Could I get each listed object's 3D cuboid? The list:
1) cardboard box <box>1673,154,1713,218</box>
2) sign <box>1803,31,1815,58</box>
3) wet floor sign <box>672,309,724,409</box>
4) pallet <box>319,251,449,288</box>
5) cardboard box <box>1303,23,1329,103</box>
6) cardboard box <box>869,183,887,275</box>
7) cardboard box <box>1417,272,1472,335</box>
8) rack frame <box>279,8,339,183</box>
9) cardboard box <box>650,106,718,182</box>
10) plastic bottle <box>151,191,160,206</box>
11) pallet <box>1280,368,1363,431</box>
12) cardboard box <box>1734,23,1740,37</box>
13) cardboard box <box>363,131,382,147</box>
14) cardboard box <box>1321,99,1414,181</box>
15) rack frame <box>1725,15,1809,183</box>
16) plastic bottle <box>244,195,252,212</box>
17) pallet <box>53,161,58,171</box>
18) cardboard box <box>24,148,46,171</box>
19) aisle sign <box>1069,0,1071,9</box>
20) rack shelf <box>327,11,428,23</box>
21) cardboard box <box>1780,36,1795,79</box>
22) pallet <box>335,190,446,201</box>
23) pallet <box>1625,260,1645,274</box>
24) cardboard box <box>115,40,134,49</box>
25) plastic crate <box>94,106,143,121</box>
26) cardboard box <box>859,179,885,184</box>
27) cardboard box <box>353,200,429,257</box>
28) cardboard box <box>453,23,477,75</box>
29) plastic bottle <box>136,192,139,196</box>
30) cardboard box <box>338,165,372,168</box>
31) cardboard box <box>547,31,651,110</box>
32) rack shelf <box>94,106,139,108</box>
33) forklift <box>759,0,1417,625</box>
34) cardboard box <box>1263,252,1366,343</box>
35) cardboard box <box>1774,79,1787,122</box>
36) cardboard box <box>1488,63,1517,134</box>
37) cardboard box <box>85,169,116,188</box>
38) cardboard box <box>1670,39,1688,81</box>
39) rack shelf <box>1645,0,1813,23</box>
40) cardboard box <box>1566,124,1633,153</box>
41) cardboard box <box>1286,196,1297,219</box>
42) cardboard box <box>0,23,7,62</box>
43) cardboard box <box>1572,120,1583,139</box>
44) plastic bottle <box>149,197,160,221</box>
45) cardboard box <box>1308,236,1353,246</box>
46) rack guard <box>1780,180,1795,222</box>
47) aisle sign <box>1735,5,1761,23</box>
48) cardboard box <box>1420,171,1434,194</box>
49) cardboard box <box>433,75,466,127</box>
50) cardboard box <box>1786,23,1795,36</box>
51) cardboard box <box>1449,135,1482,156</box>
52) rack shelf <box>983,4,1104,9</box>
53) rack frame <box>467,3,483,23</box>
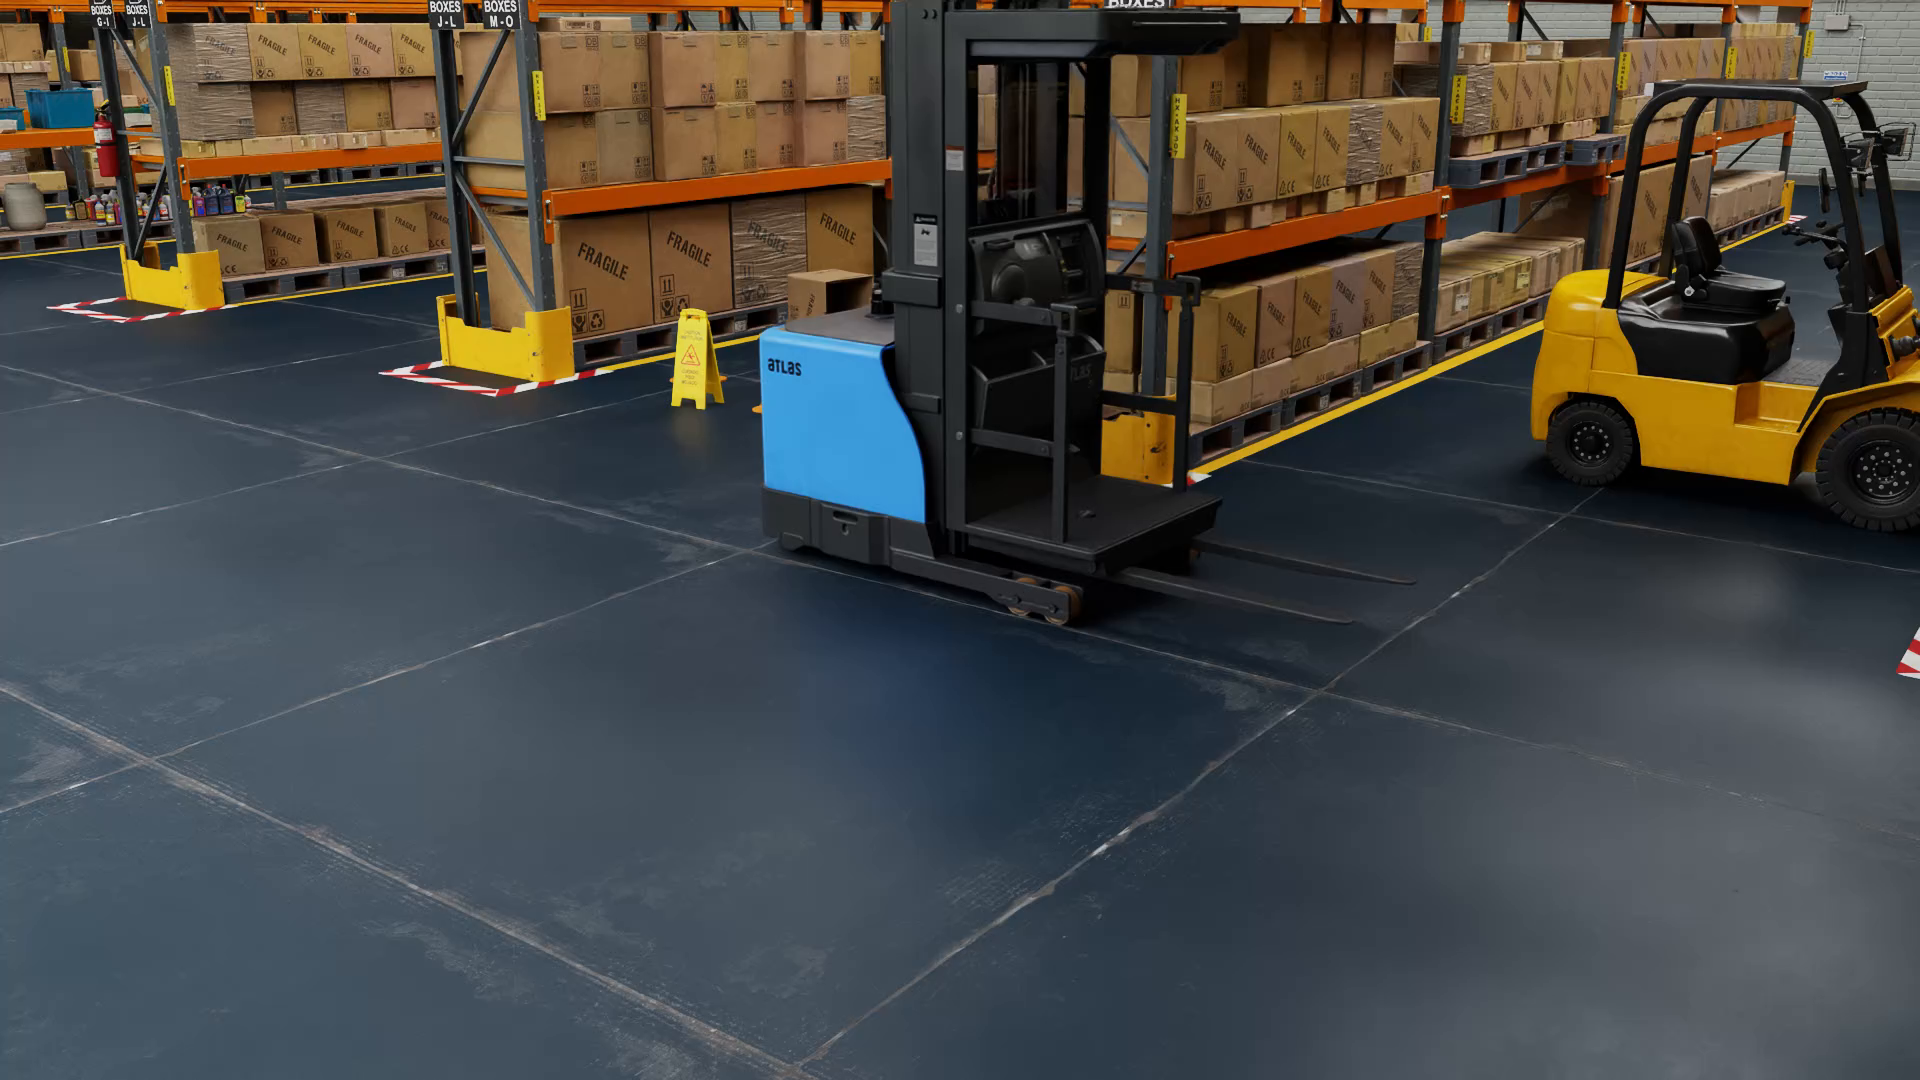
[{"bbox_3d":[7.547,-3.733,18.080,0.875,0.875,0.875,13,22,36],"label":"cardboard box"},{"bbox_3d":[10.663,-6.228,20.890,0.100,0.325,0.005,12,21,35],"label":"sign"},{"bbox_3d":[-1.761,-1.220,11.084,0.267,0.644,0.232,8,19,25],"label":"wet floor sign"},{"bbox_3d":[-5.972,-2.765,16.790,1.003,0.211,1.213,12,21,35],"label":"pallet"},{"bbox_3d":[2.006,-3.171,11.042,0.700,0.500,0.500,12,21,33],"label":"cardboard box"},{"bbox_3d":[-0.653,-2.944,15.750,1.050,0.750,0.750,12,21,34],"label":"cardboard box"},{"bbox_3d":[3.396,-1.874,12.943,0.950,0.372,0.625,13,21,35],"label":"cardboard box"},{"bbox_3d":[-10.444,-7.258,26.559,1.000,3.000,0.127,12,21,35],"label":"rack frame"},{"bbox_3d":[-2.404,-3.115,12.964,0.875,0.550,0.550,12,21,35],"label":"cardboard box"},{"bbox_3d":[-9.836,-4.131,20.347,0.097,0.271,0.097,0,17,0],"label":"plastic bottle"},{"bbox_3d":[1.987,-1.013,11.151,1.003,0.211,1.213,12,21,35],"label":"pallet"},{"bbox_3d":[8.388,-5.637,18.389,0.380,0.149,0.250,13,21,35],"label":"cardboard box"},{"bbox_3d":[-5.882,-3.930,16.266,0.380,0.149,0.250,12,21,35],"label":"cardboard box"},{"bbox_3d":[2.719,-2.719,11.272,0.500,0.500,0.500,13,22,37],"label":"cardboard box"},{"bbox_3d":[10.235,-5.661,21.416,1.000,3.000,0.127,12,21,35],"label":"rack frame"},{"bbox_3d":[-8.817,-4.162,20.564,0.097,0.201,0.097,0,17,0],"label":"plastic bottle"},{"bbox_3d":[-15.619,-6.326,28.258,1.003,0.211,1.213,12,21,35],"label":"pallet"},{"bbox_3d":[-13.355,-5.496,23.548,0.500,0.500,0.500,12,21,35],"label":"cardboard box"},{"bbox_3d":[0.432,-3.128,8.876,0.394,0.787,0.004,12,21,35],"label":"aisle sign"},{"bbox_3d":[-10.849,-10.651,33.639,1.077,0.370,4.000,12,21,35],"label":"rack shelf"},{"bbox_3d":[9.851,-5.900,20.330,0.500,0.500,0.500,13,21,35],"label":"cardboard box"},{"bbox_3d":[-7.688,-4.583,22.647,1.003,0.211,1.213,12,21,35],"label":"pallet"},{"bbox_3d":[5.999,-2.599,16.256,1.003,0.211,1.213,12,21,35],"label":"pallet"},{"bbox_3d":[-14.606,-8.613,28.917,0.380,0.149,0.250,9,20,28],"label":"cardboard box"},{"bbox_3d":[-9.887,-5.055,19.821,0.450,0.188,0.662,12,21,35],"label":"plastic crate"},{"bbox_3d":[-1.525,-5.064,22.369,1.225,0.875,0.875,12,21,35],"label":"cardboard box"},{"bbox_3d":[-5.786,-3.173,16.911,0.500,0.500,0.500,10,20,30],"label":"cardboard box"},{"bbox_3d":[-5.218,-4.946,16.758,0.500,0.500,0.500,12,21,35],"label":"cardboard box"},{"bbox_3d":[-10.031,-4.109,20.144,0.144,0.351,0.185,12,21,34],"label":"plastic bottle"},{"bbox_3d":[-9.943,-6.333,27.051,0.500,0.500,0.500,14,22,37],"label":"cardboard box"},{"bbox_3d":[-2.828,-3.517,12.438,0.875,0.550,0.550,12,21,35],"label":"cardboard box"},{"bbox_3d":[-11.636,-6.438,25.132,1.077,0.370,4.000,12,21,35],"label":"rack shelf"},{"bbox_3d":[0.513,-1.215,7.213,3.031,2.935,1.130,13,21,36],"label":"forklift"},{"bbox_3d":[2.343,-1.617,11.057,0.500,0.500,0.500,14,22,38],"label":"cardboard box"},{"bbox_3d":[9.849,-5.430,20.504,0.500,0.500,0.500,12,21,34],"label":"cardboard box"},{"bbox_3d":[3.893,-3.374,12.672,0.500,0.500,0.500,12,21,35],"label":"cardboard box"},{"bbox_3d":[-12.388,-5.245,24.005,0.500,0.250,0.500,12,21,33],"label":"cardboard box"},{"bbox_3d":[6.871,-4.715,16.515,0.500,0.500,0.500,13,21,36],"label":"cardboard box"},{"bbox_3d":[9.043,-6.274,19.544,1.077,0.370,4.000,12,21,35],"label":"rack shelf"},{"bbox_3d":[5.962,-3.756,15.535,0.500,0.250,0.500,12,21,34],"label":"cardboard box"},{"bbox_3d":[1.857,-2.080,10.306,0.380,0.149,0.250,13,22,37],"label":"cardboard box"},{"bbox_3d":[-13.387,-6.746,22.552,0.700,0.500,0.500,12,21,35],"label":"cardboard box"},{"bbox_3d":[5.090,-3.514,14.216,0.380,0.149,0.250,11,20,32],"label":"cardboard box"},{"bbox_3d":[-9.520,-3.914,19.650,0.097,0.271,0.097,0,17,0],"label":"plastic bottle"},{"bbox_3d":[2.517,-1.956,12.148,0.500,0.500,0.500,14,22,37],"label":"cardboard box"},{"bbox_3d":[10.249,-4.473,21.805,1.175,0.500,0.348,12,21,35],"label":"rack guard"},{"bbox_3d":[10.045,-6.971,21.251,0.394,0.787,0.004,12,21,35],"label":"aisle sign"},{"bbox_3d":[3.138,-2.553,11.830,0.380,0.149,0.250,12,21,34],"label":"cardboard box"},{"bbox_3d":[-5.518,-4.535,17.119,0.875,0.500,0.500,12,21,35],"label":"cardboard box"},{"bbox_3d":[9.964,-6.234,20.313,0.380,0.149,0.250,12,21,34],"label":"cardboard box"},{"bbox_3d":[3.668,-2.959,12.431,0.380,0.149,0.250,13,21,35],"label":"cardboard box"},{"bbox_3d":[1.085,-8.025,25.183,1.077,0.370,4.000,12,21,35],"label":"rack shelf"},{"bbox_3d":[-4.874,-4.554,17.851,1.000,3.000,0.127,12,21,35],"label":"rack frame"}]
